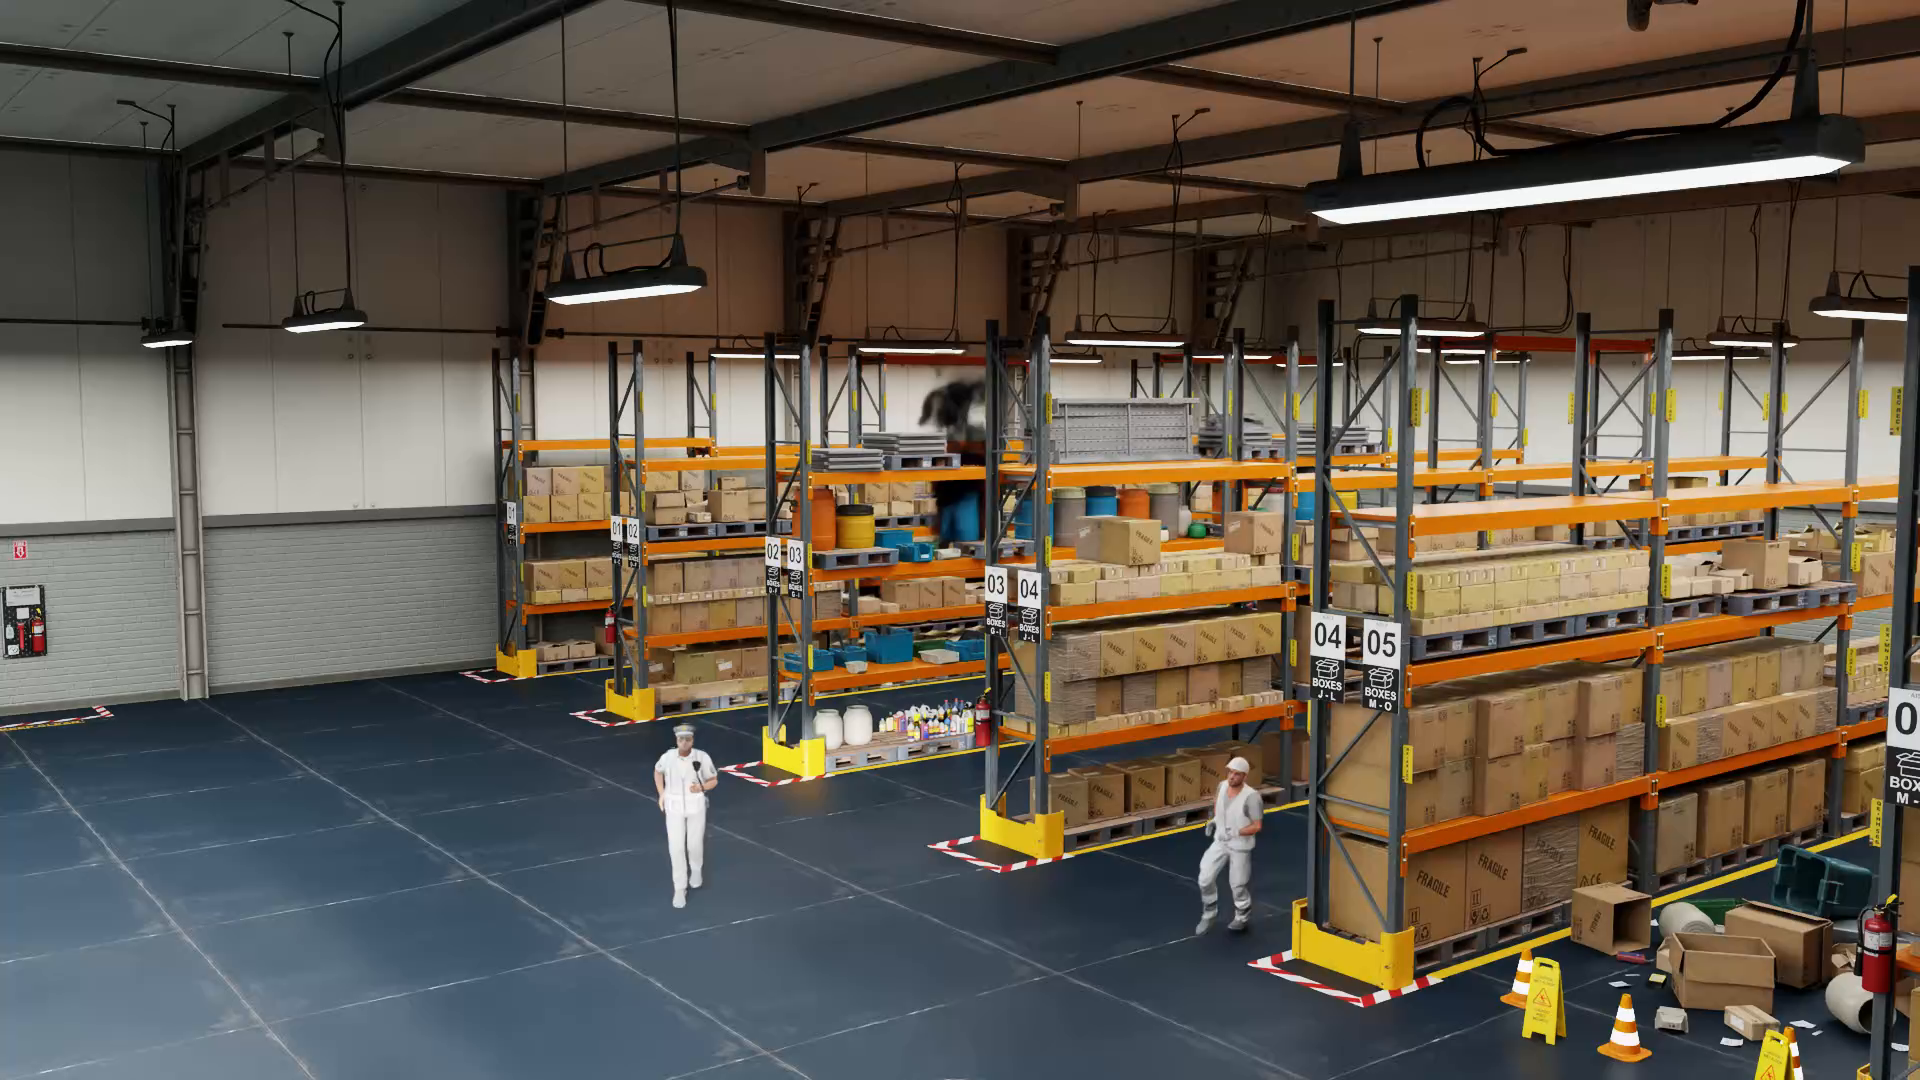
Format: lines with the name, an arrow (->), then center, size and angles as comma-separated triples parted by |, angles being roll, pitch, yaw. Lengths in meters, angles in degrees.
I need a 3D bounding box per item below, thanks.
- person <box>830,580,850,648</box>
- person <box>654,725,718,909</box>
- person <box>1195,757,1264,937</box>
person -> -2.335, 1.527, 31.811 | 0.875, 1.669, 0.624 | -5, 7, -42
person -> -2.810, 2.777, 17.061 | 0.653, 1.811, 0.810 | -1, 5, -8
person -> 2.577, 2.908, 15.735 | 0.658, 1.770, 0.755 | 4, 7, 41
